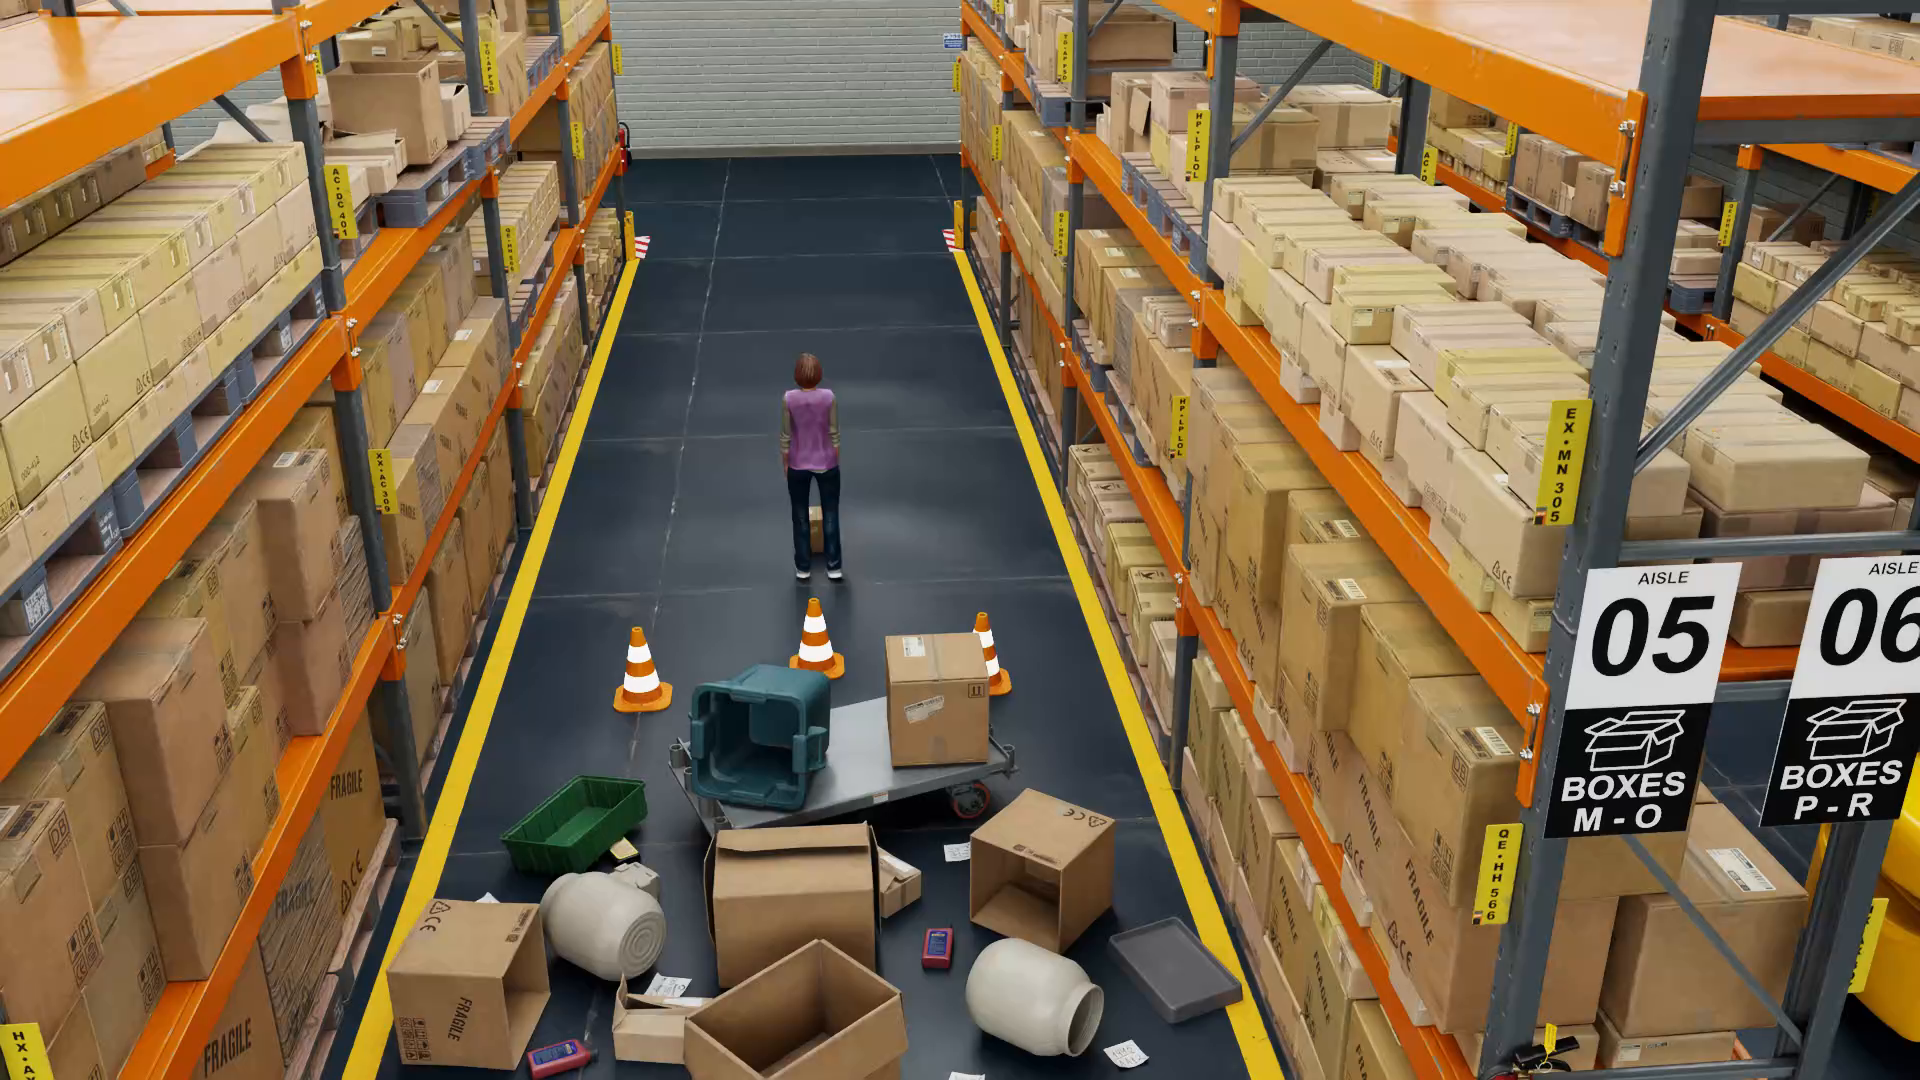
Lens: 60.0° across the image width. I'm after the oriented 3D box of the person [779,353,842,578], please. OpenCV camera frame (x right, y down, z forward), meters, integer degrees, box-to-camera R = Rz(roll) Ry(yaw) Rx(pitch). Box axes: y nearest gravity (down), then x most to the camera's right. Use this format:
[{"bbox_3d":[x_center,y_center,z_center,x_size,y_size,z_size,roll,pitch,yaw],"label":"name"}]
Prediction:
[{"bbox_3d":[-1.007,-0.485,11.231,0.406,1.621,0.320,-2,24,-4],"label":"person"}]
